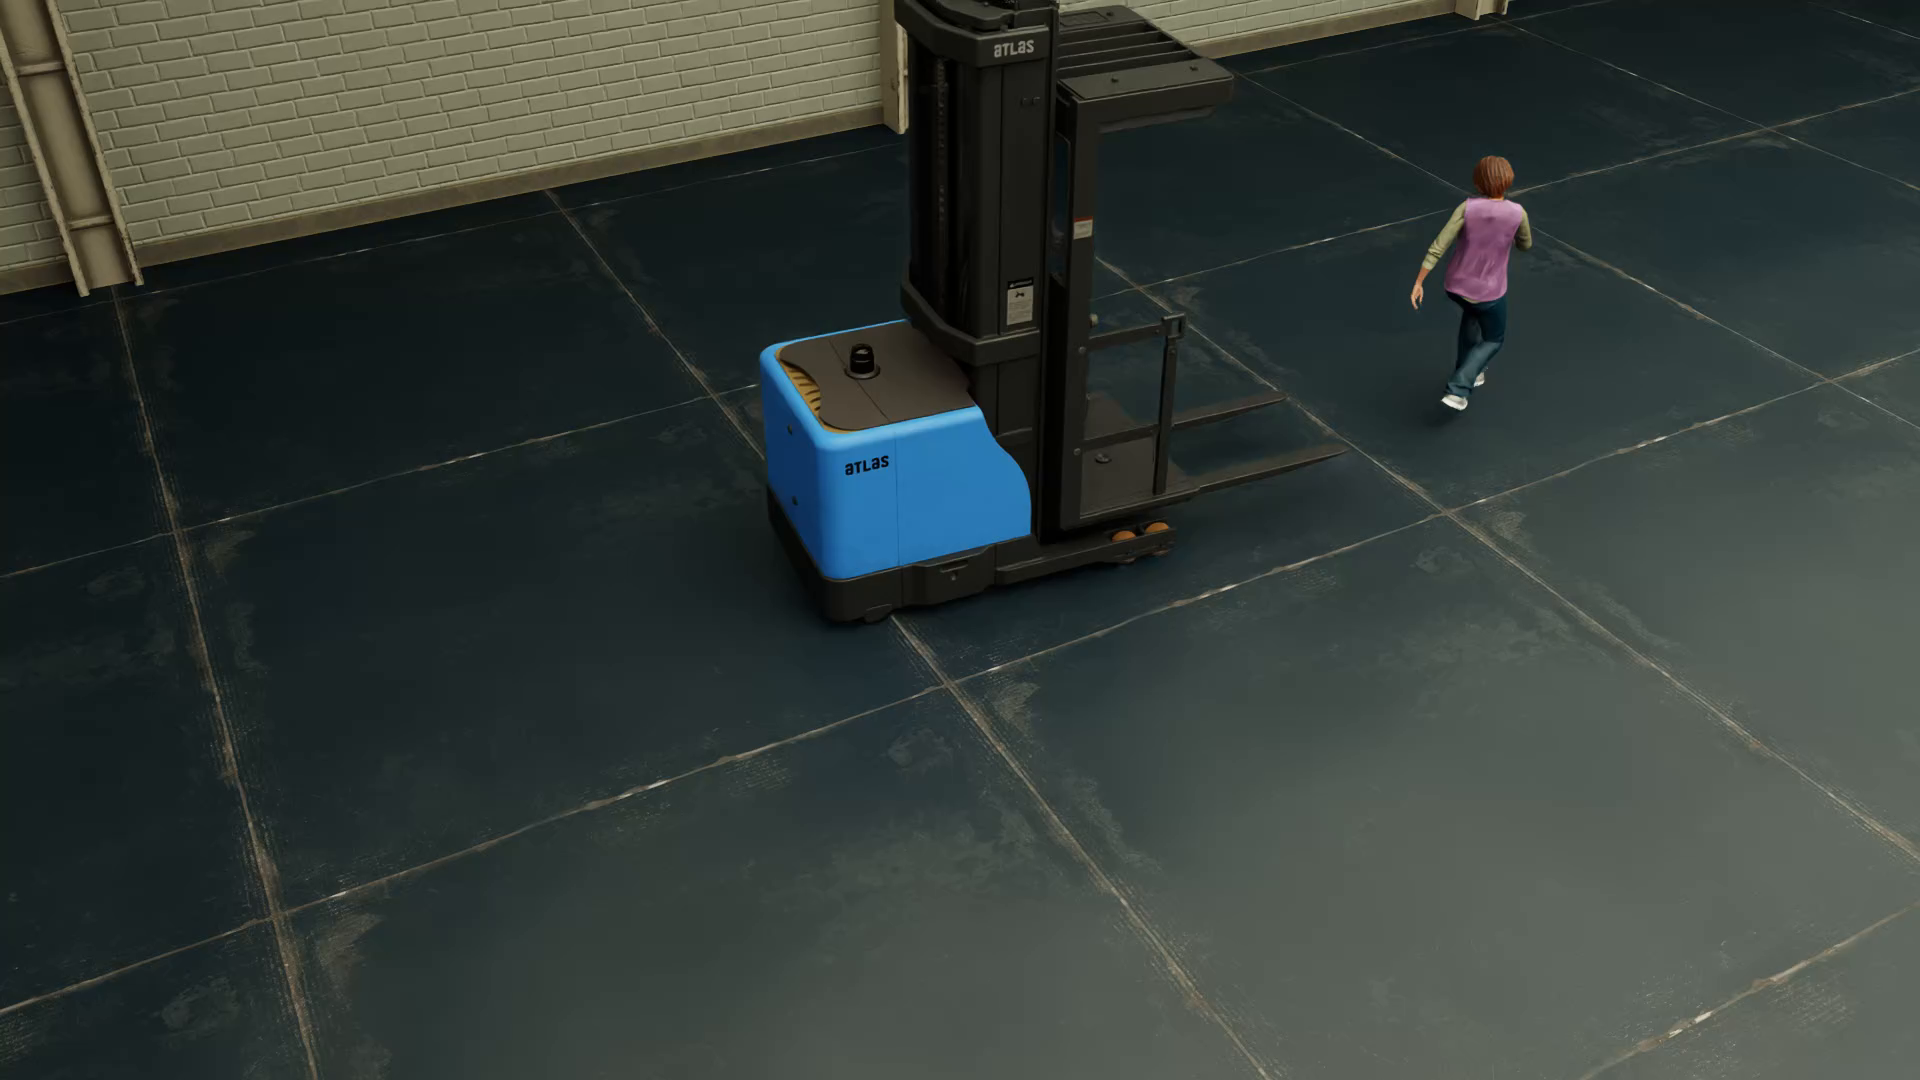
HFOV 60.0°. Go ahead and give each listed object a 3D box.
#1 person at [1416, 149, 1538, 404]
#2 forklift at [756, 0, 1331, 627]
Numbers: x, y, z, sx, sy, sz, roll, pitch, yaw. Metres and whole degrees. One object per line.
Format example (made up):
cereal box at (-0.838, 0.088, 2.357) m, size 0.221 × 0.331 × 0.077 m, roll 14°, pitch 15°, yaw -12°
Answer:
person at (2.944, -1.470, 9.470) m, size 0.529 × 1.487 × 0.613 m, roll 22°, pitch 41°, yaw 28°
forklift at (0.543, -1.372, 8.065) m, size 3.031 × 2.935 × 1.130 m, roll -17°, pitch 39°, yaw -22°
